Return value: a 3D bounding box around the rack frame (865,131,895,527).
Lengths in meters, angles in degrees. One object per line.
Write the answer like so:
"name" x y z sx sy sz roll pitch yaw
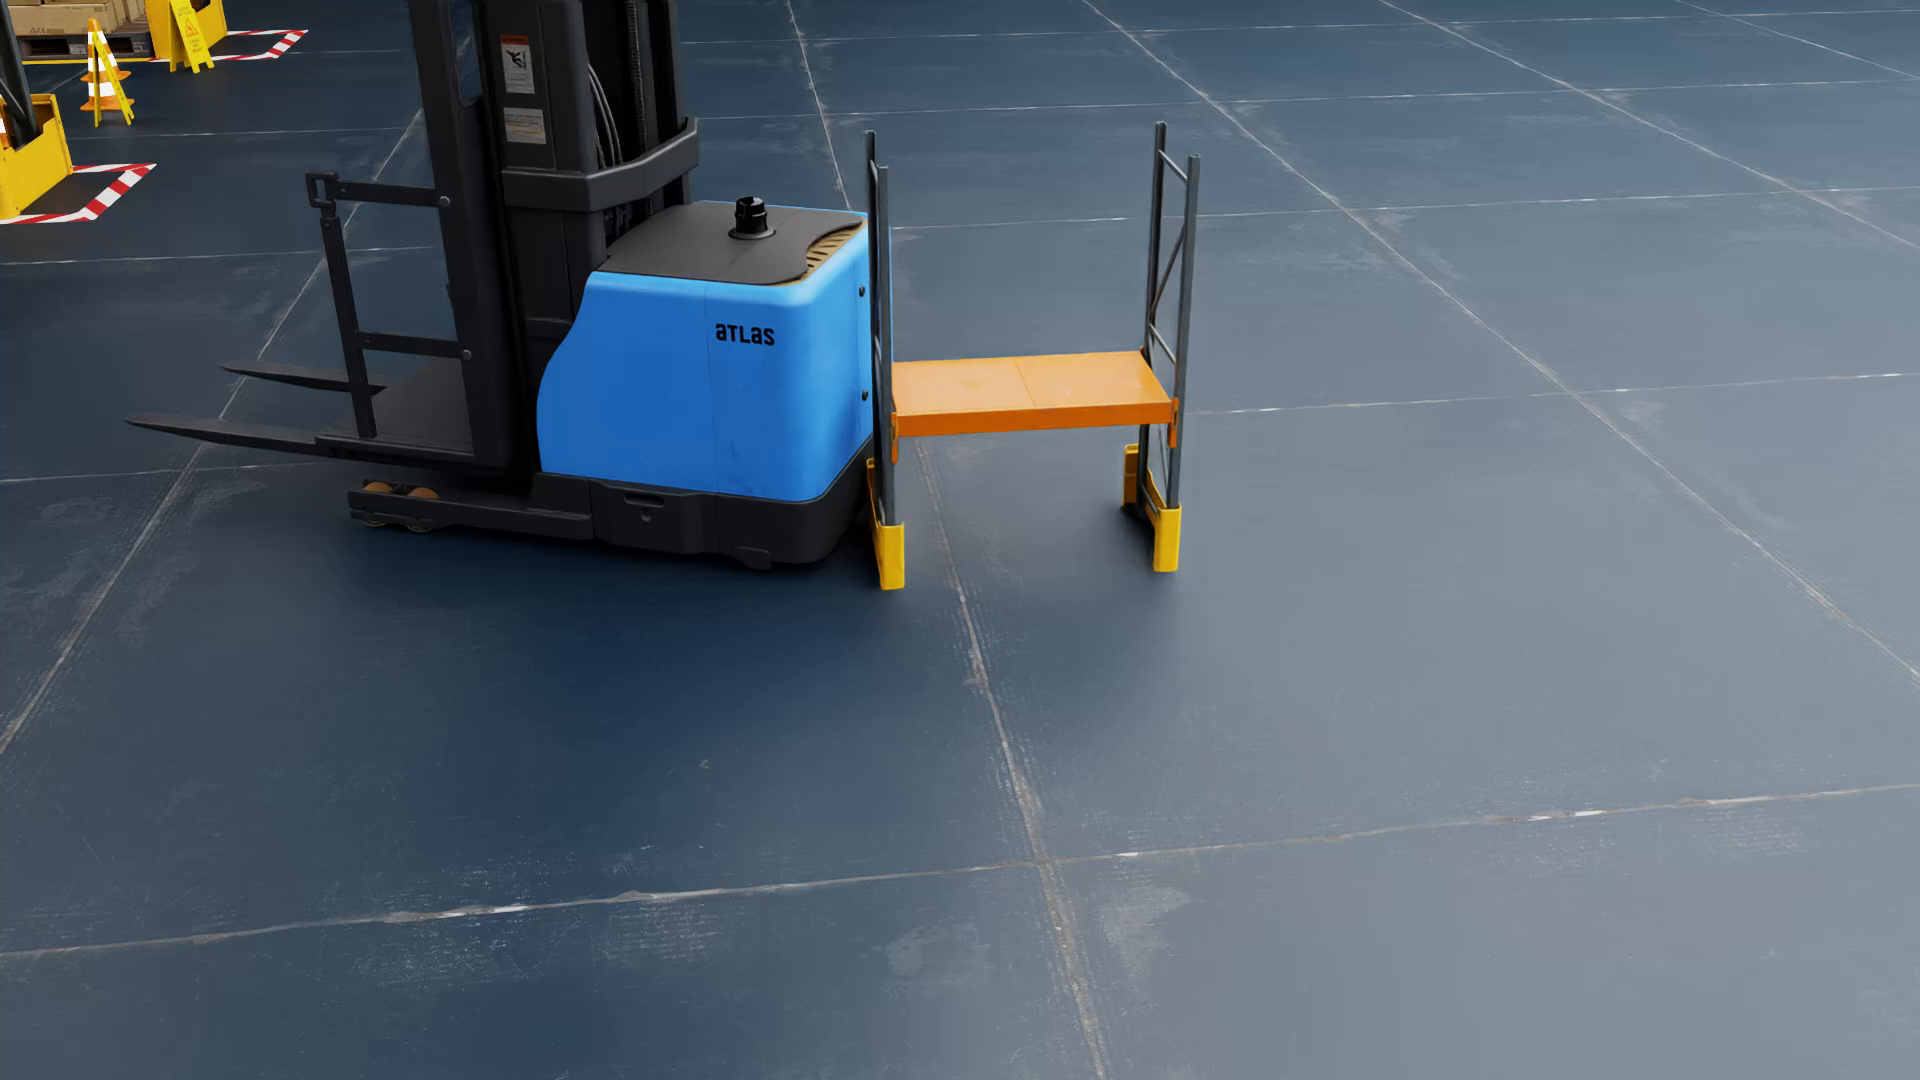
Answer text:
"rack frame" -0.276 -0.622 5.820 0.032 1.500 0.500 -3 27 -7

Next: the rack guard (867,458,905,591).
"rack guard" -0.275 -0.066 6.105 0.087 0.250 0.587 -3 27 -7

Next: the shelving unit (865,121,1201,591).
"shelving unit" 0.219 -0.652 5.878 1.083 1.500 0.587 -3 27 -7

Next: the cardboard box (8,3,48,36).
"cardboard box" -8.044 -4.507 14.300 0.500 0.250 0.500 -4 27 -7

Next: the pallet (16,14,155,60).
"pallet" -7.652 -4.465 14.720 1.213 0.211 1.003 -4 27 -7

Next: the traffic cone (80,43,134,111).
"traffic cone" -6.522 -3.527 12.616 0.334 0.463 0.336 -4 27 -7

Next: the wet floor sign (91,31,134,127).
"wet floor sign" -6.224 -3.364 12.100 0.232 0.644 0.267 -8 28 -16

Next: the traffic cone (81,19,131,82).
"traffic cone" -7.013 -4.007 13.552 0.334 0.463 0.336 -4 27 -7

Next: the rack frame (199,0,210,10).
"rack frame" -6.767 -5.746 14.163 0.127 3.000 1.000 -4 27 -7

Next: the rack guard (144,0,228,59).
"rack guard" -6.842 -4.629 14.724 0.348 0.500 1.175 -4 27 -7

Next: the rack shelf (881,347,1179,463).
"rack shelf" 0.228 -0.493 5.961 1.000 0.185 0.538 -3 27 -7

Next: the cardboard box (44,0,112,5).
"cardboard box" -7.524 -4.874 14.194 0.500 0.500 0.500 -4 27 -7

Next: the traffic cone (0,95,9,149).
"traffic cone" -6.701 -2.994 11.579 0.334 0.463 0.336 -4 27 -7

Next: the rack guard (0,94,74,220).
"rack guard" -5.953 -2.404 10.388 0.348 0.500 1.175 -4 27 -7

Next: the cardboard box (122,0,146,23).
"cardboard box" -7.604 -4.783 14.838 0.500 0.250 0.500 -4 27 -8

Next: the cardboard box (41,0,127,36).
"cardboard box" -7.554 -4.535 14.354 0.500 0.250 0.500 -4 27 -7

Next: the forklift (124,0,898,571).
"forklift" -1.825 -1.555 6.070 3.031 2.935 1.130 7 28 13

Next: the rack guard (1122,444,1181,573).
"rack guard" 0.713 -0.126 6.222 0.087 0.250 0.587 -3 27 -7

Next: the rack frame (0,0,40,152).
"rack frame" -5.977 -3.515 9.814 0.127 3.000 1.000 -4 27 -7

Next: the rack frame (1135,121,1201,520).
"rack frame" 0.732 -0.683 5.939 0.032 1.500 0.500 -3 27 -7

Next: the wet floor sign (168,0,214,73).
"wet floor sign" -6.430 -4.227 13.781 0.232 0.644 0.267 6 28 11

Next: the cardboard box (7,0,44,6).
"cardboard box" -8.040 -4.840 14.127 0.500 0.500 0.500 -3 27 -5
